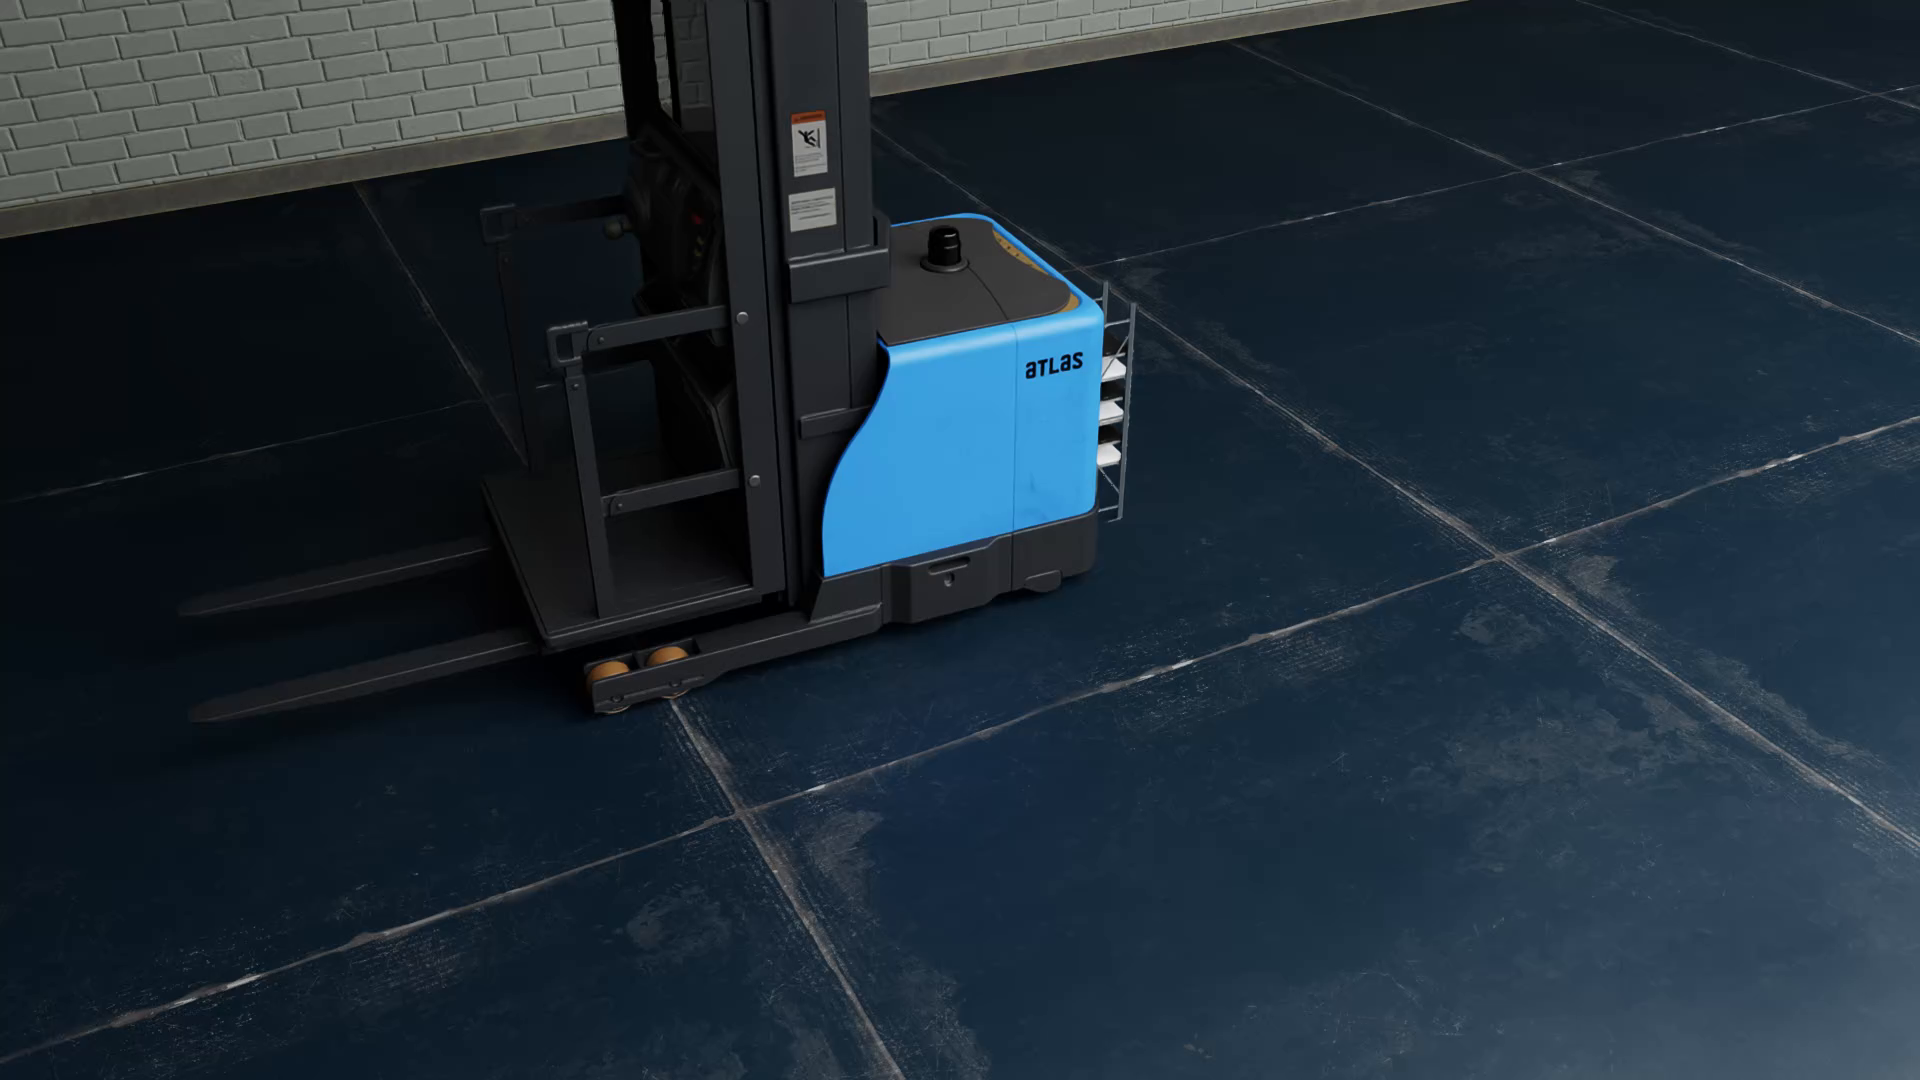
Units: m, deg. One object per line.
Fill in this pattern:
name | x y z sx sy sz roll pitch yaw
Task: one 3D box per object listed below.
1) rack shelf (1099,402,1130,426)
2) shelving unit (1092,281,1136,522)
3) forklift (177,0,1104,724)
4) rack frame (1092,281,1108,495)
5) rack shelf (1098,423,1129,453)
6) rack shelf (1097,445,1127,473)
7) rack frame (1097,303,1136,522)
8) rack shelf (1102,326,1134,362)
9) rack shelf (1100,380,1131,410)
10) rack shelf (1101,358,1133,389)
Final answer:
rack shelf | 0.470 -0.456 6.189 0.258 0.077 0.200 -14 35 -20
shelving unit | 0.470 -0.484 6.171 0.258 0.900 0.210 -14 35 -20
forklift | -1.070 -0.999 5.092 3.031 2.935 1.130 -14 35 -20
rack frame | 0.428 -0.534 6.249 0.240 0.900 0.006 -14 35 -20
rack shelf | 0.470 -0.380 6.237 0.258 0.077 0.200 -14 35 -20
rack shelf | 0.469 -0.304 6.286 0.258 0.077 0.200 -14 35 -20
rack frame | 0.512 -0.434 6.093 0.240 0.900 0.006 -14 35 -20
rack shelf | 0.471 -0.684 6.043 0.258 0.077 0.200 -14 35 -20
rack shelf | 0.470 -0.532 6.140 0.258 0.077 0.200 -14 35 -20
rack shelf | 0.470 -0.608 6.092 0.258 0.077 0.200 -14 35 -20
